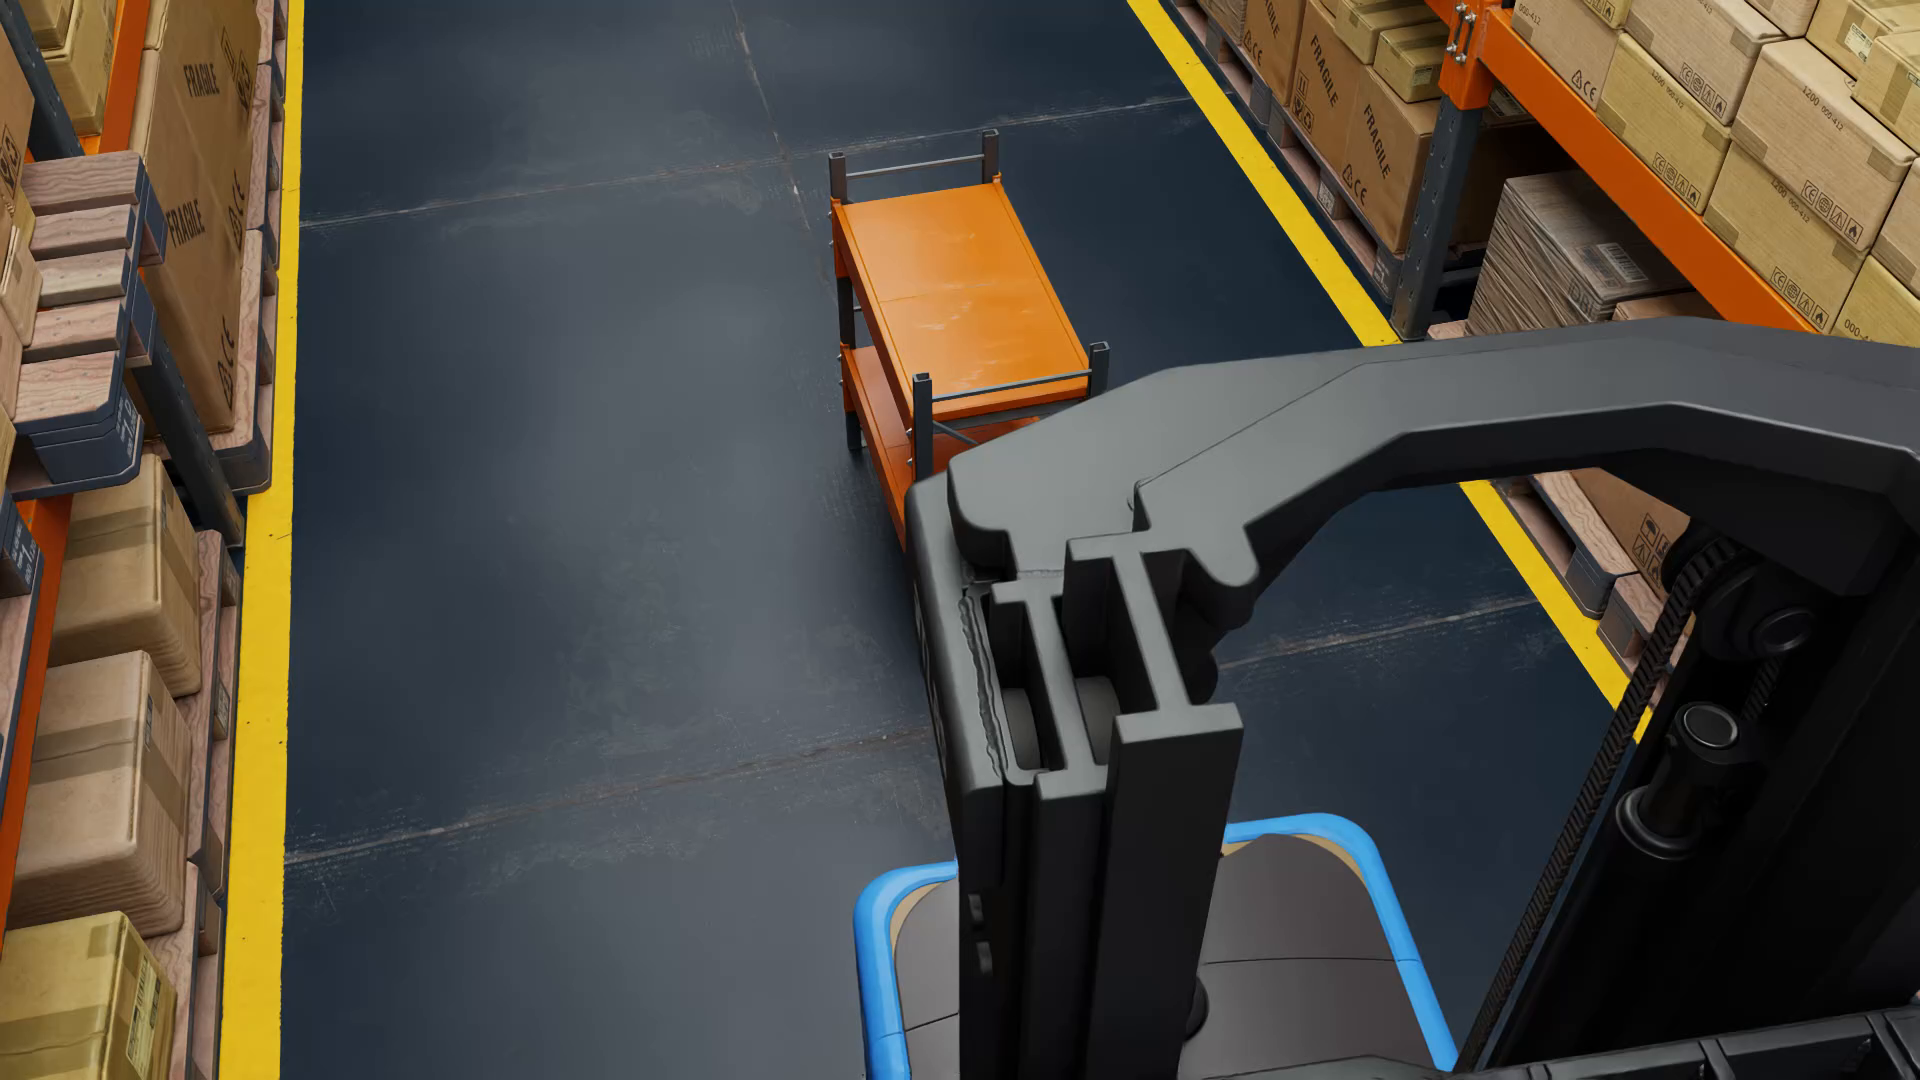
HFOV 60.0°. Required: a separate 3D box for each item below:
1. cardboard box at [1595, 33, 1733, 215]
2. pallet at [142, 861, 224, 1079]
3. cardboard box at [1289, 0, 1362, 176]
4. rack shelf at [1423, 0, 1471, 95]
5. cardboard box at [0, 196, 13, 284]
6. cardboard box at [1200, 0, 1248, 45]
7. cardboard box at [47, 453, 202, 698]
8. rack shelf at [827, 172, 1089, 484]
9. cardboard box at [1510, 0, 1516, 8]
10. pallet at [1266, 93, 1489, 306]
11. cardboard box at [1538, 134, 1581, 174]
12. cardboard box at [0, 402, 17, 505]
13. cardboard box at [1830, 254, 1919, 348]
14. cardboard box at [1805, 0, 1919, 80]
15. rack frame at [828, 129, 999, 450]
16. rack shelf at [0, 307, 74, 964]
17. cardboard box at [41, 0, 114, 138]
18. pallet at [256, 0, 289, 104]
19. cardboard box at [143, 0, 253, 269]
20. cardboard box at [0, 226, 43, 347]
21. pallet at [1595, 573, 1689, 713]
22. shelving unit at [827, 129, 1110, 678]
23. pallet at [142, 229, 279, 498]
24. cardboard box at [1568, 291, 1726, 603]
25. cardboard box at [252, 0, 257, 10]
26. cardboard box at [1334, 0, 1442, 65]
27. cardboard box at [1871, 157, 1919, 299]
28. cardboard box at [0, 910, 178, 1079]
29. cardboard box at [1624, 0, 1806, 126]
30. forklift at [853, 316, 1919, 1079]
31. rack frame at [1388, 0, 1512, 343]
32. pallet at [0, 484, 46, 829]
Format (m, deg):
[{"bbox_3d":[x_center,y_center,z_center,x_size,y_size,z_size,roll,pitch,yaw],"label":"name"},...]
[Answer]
[{"bbox_3d":[2.051,-1.132,4.364,0.500,0.250,0.500,-12,47,-11],"label":"cardboard box"},{"bbox_3d":[-2.240,1.383,3.747,1.003,0.211,1.213,-11,47,-10],"label":"pallet"},{"bbox_3d":[1.615,-1.756,6.327,0.500,0.500,0.500,-11,47,-11],"label":"cardboard box"},{"bbox_3d":[1.537,-3.013,6.606,1.077,0.370,4.000,-11,47,-10],"label":"rack shelf"},{"bbox_3d":[-2.220,-0.642,3.206,0.500,0.500,0.500,-11,47,-11],"label":"cardboard box"},{"bbox_3d":[1.328,-2.472,7.028,0.500,0.500,0.500,-12,47,-12],"label":"cardboard box"},{"bbox_3d":[-2.613,0.191,4.508,0.950,0.372,0.625,-14,47,-13],"label":"cardboard box"},{"bbox_3d":[-0.002,-0.603,4.644,0.538,0.278,1.000,-11,47,-10],"label":"rack shelf"},{"bbox_3d":[2.175,-1.988,6.100,0.380,0.149,0.250,-9,46,-9],"label":"cardboard box"},{"bbox_3d":[1.895,-1.430,6.504,1.003,0.211,1.213,-11,47,-10],"label":"pallet"},{"bbox_3d":[2.212,-1.498,6.074,0.500,0.500,0.500,-9,46,-9],"label":"cardboard box"},{"bbox_3d":[-2.049,-0.149,3.178,0.380,0.149,0.250,-10,46,-10],"label":"cardboard box"},{"bbox_3d":[2.320,-0.419,3.666,0.500,0.250,0.500,-9,46,-9],"label":"cardboard box"},{"bbox_3d":[2.179,-1.169,3.771,0.380,0.149,0.250,-10,46,-10],"label":"cardboard box"},{"bbox_3d":[-0.132,-0.749,5.197,0.500,1.125,0.032,-11,47,-10],"label":"rack frame"},{"bbox_3d":[-2.236,0.659,3.008,1.077,0.370,4.000,-11,47,-10],"label":"rack shelf"},{"bbox_3d":[-2.630,-1.305,4.534,0.500,0.250,0.500,-11,47,-11],"label":"cardboard box"},{"bbox_3d":[-3.502,-2.240,7.298,1.003,0.211,1.213,-11,47,-10],"label":"pallet"},{"bbox_3d":[-3.069,-1.485,5.799,0.875,0.875,0.875,-10,46,-10],"label":"cardboard box"},{"bbox_3d":[-2.190,-0.512,3.533,0.380,0.149,0.250,-11,47,-11],"label":"cardboard box"},{"bbox_3d":[2.531,0.509,4.604,1.003,0.211,1.213,-11,47,-10],"label":"pallet"},{"bbox_3d":[-0.002,-0.398,4.853,0.538,1.125,1.048,-11,47,-10],"label":"shelving unit"},{"bbox_3d":[-2.877,-0.556,5.647,1.003,0.211,1.213,-11,47,-10],"label":"pallet"},{"bbox_3d":[2.371,-0.317,4.829,0.875,0.625,0.625,-9,46,-9],"label":"cardboard box"},{"bbox_3d":[-3.536,-2.725,7.014,0.875,0.875,0.875,-9,46,-9],"label":"cardboard box"},{"bbox_3d":[1.578,-1.860,5.975,0.380,0.149,0.250,-13,47,-12],"label":"cardboard box"},{"bbox_3d":[2.326,-0.596,3.489,0.500,0.250,0.500,-10,46,-10],"label":"cardboard box"},{"bbox_3d":[-2.228,1.224,3.496,0.950,0.372,0.625,-9,46,-9],"label":"cardboard box"},{"bbox_3d":[2.054,-1.309,4.188,0.500,0.250,0.500,-9,46,-9],"label":"cardboard box"},{"bbox_3d":[0.522,1.343,1.882,1.130,2.935,3.031,-6,46,-6],"label":"forklift"},{"bbox_3d":[2.049,-1.884,4.996,1.000,3.000,0.127,-11,47,-10],"label":"rack frame"},{"bbox_3d":[-2.202,0.453,2.840,1.003,0.211,1.213,-11,47,-10],"label":"pallet"}]
